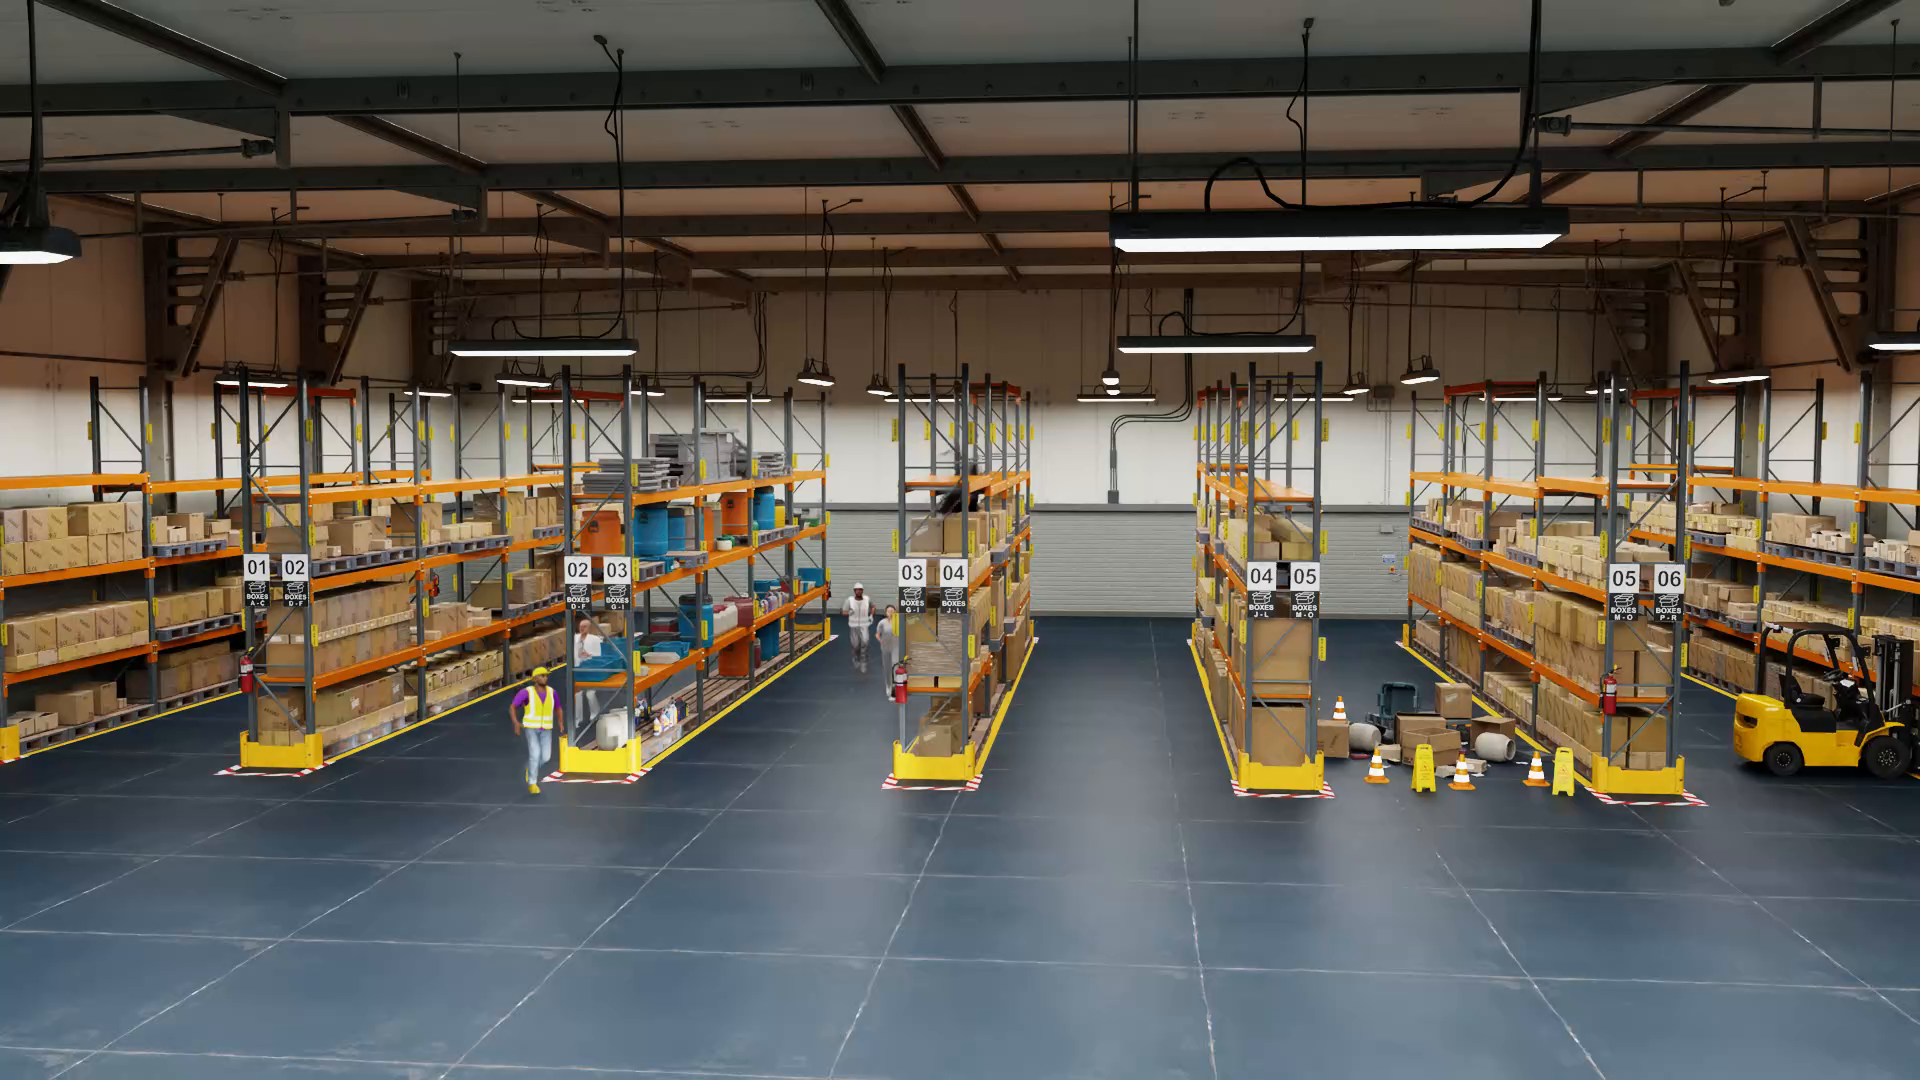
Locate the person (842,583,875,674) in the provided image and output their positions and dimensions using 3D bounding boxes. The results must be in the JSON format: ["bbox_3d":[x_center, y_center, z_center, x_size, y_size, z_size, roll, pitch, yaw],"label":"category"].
[{"bbox_3d":[-2.040,1.755,33.481,0.664,1.790,0.780,0,4,-3],"label":"person"}]

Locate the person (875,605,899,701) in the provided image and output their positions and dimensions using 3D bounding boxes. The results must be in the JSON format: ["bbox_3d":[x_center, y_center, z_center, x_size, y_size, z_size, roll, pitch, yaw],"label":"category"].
[{"bbox_3d":[-1.231,1.980,29.685,0.552,1.680,0.844,0,4,0],"label":"person"}]

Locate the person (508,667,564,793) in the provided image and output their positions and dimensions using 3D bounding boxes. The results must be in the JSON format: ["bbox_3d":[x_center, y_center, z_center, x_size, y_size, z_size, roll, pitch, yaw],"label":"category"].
[{"bbox_3d":[-5.930,2.655,23.376,0.759,1.718,0.585,-3,4,-34],"label":"person"}]

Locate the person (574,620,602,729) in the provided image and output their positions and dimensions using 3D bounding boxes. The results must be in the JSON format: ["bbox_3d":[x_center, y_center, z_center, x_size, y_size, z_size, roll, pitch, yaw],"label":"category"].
[{"bbox_3d":[-6.426,2.281,28.467,0.694,1.822,0.836,0,4,7],"label":"person"}]
